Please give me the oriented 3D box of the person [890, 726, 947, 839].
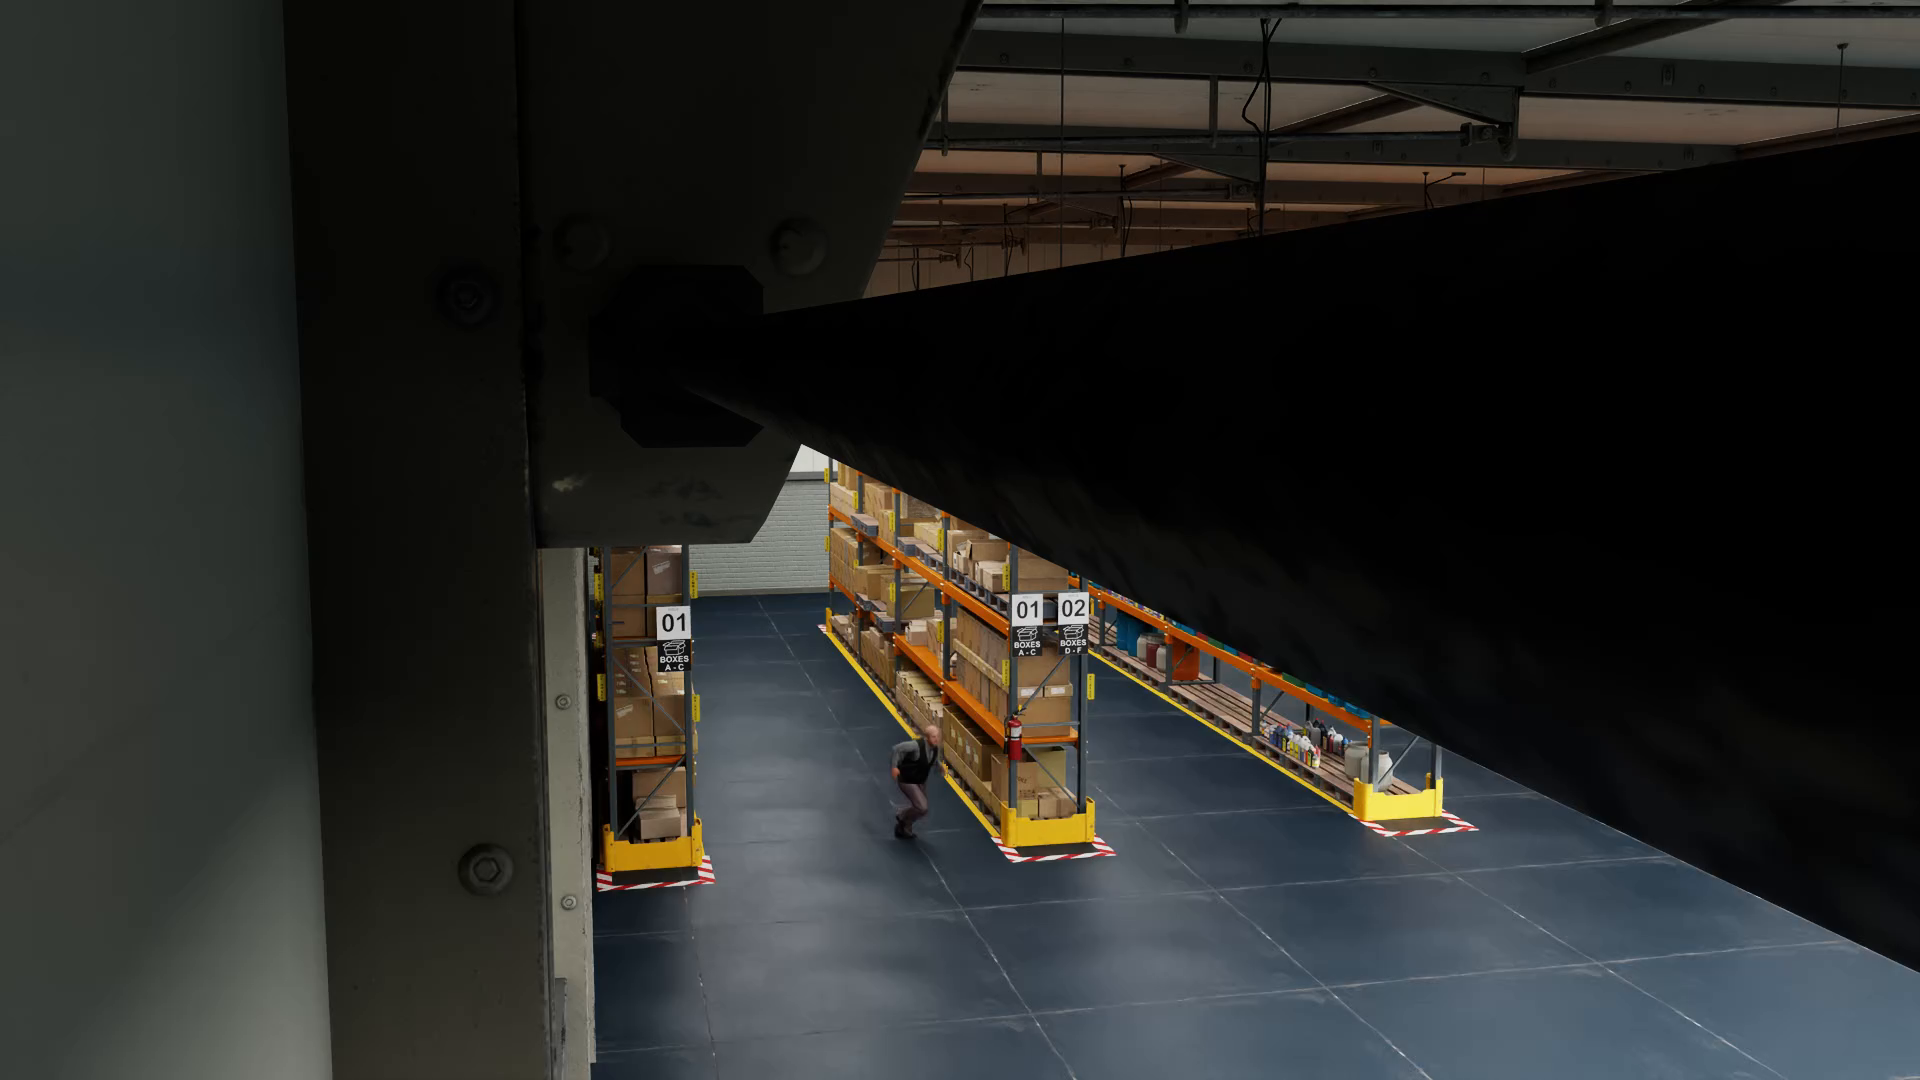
[{"bbox_3d":[-0.553,3.076,20.999,0.867,1.549,0.685,6,9,43],"label":"person"}]
